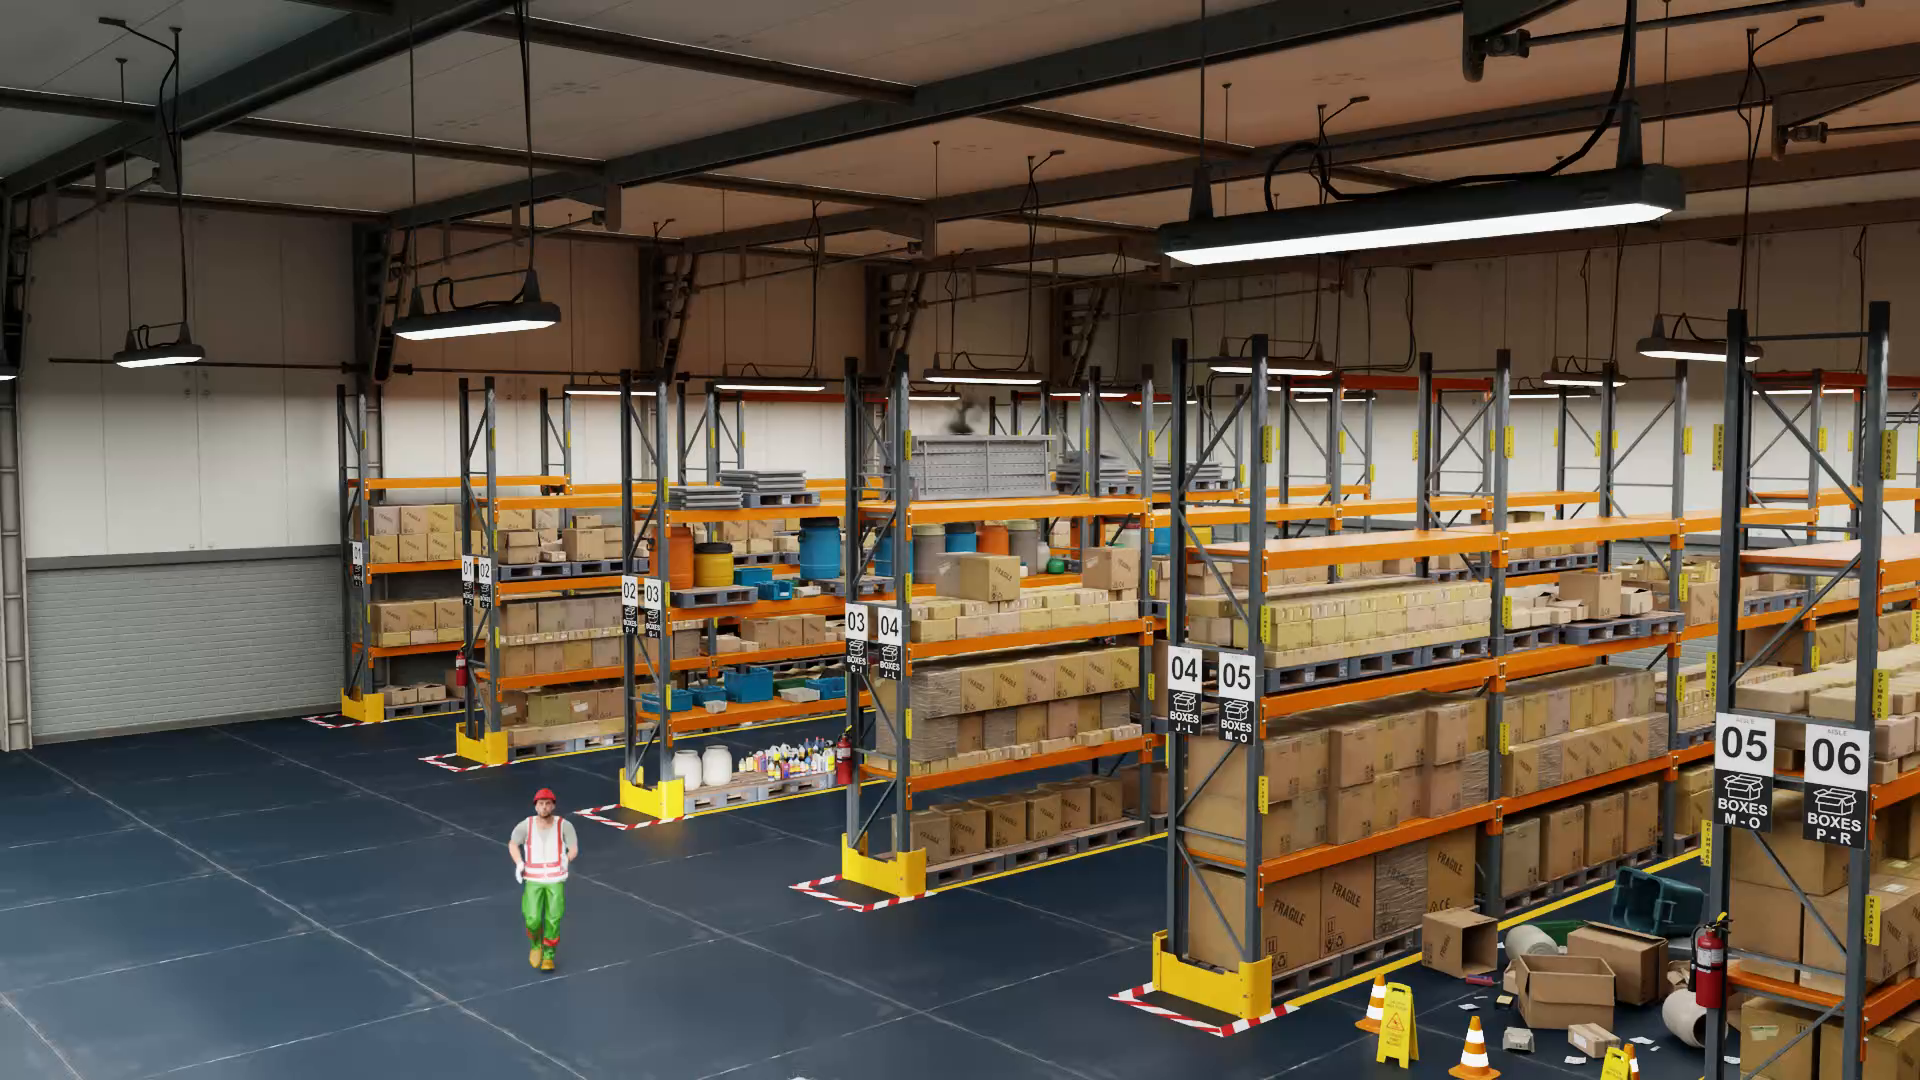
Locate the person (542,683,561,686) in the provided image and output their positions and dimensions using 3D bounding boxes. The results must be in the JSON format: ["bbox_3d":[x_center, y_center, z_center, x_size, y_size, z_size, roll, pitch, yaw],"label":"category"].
[{"bbox_3d":[-6.971,2.418,28.724,0.707,1.726,0.754,3,5,41],"label":"person"}]

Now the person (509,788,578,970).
[{"bbox_3d":[-3.947,3.241,15.780,0.643,1.742,0.584,-1,4,-14],"label":"person"}]
